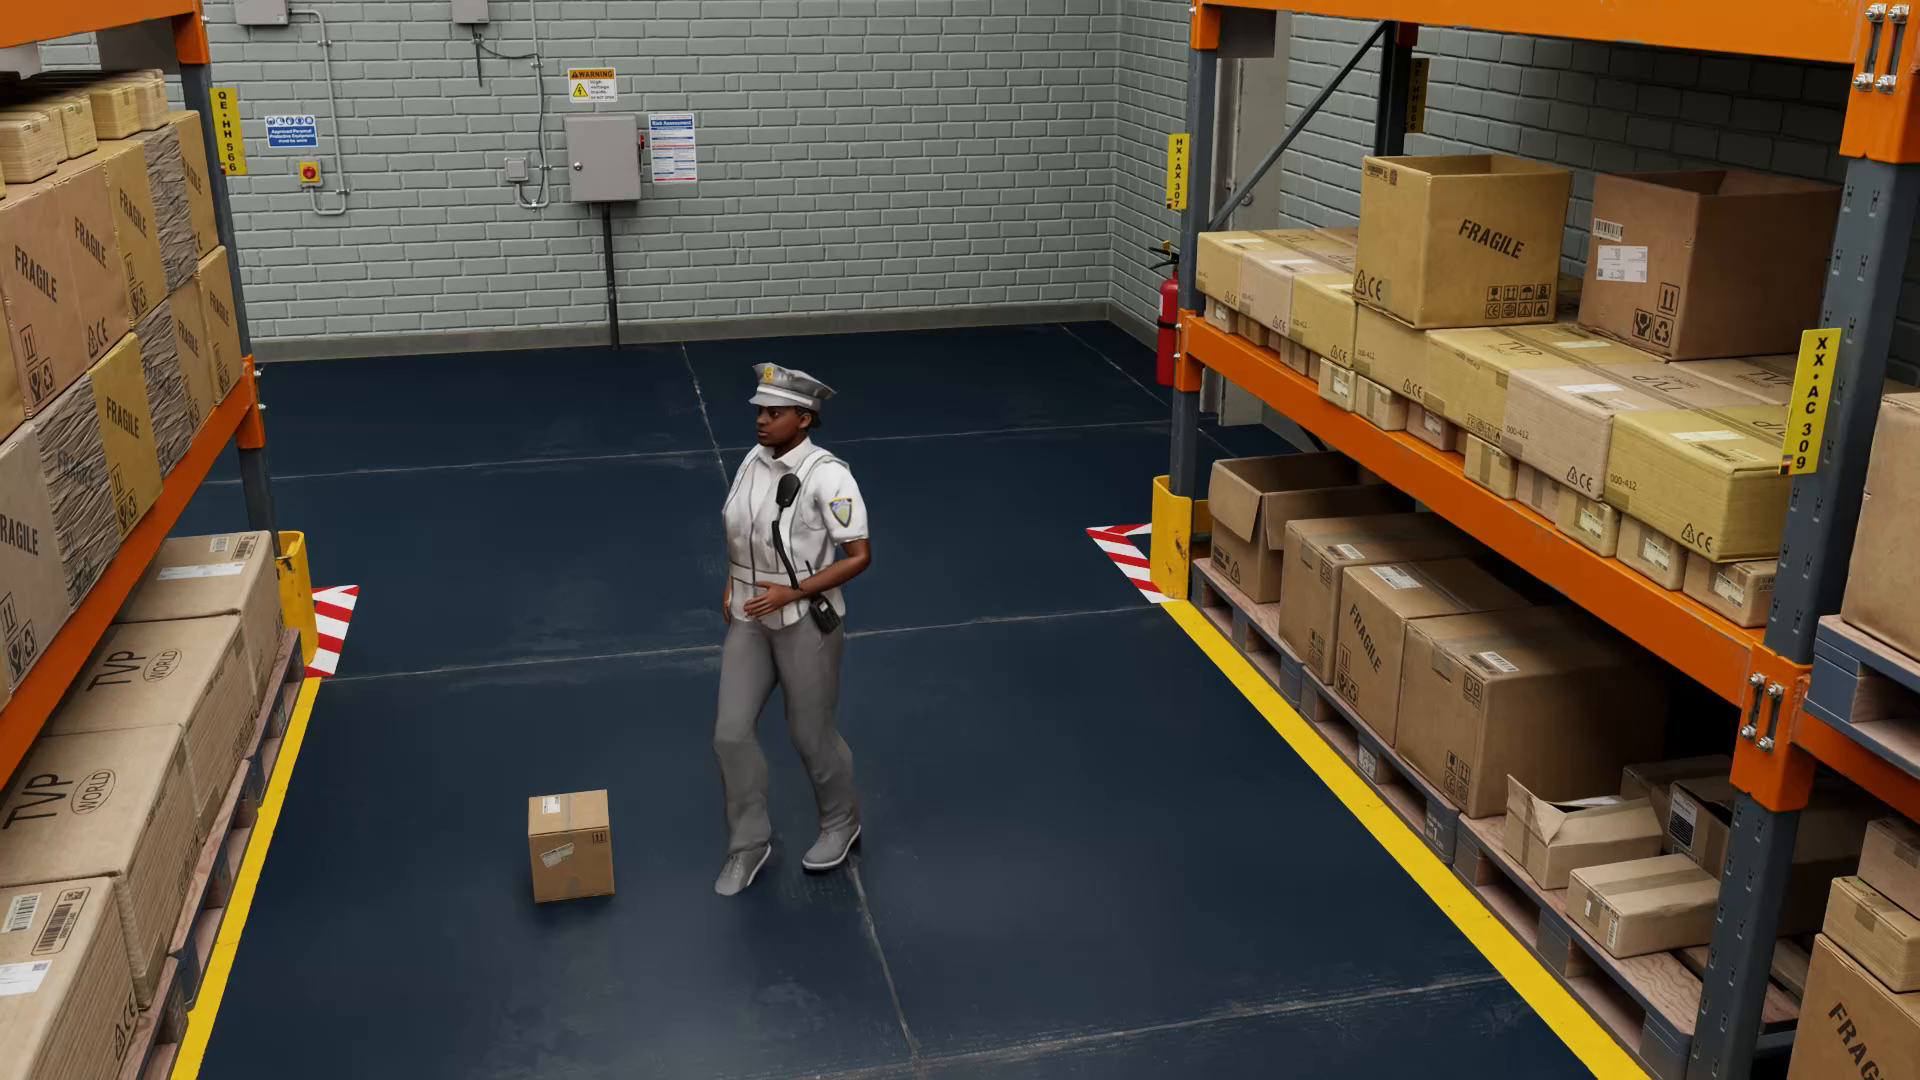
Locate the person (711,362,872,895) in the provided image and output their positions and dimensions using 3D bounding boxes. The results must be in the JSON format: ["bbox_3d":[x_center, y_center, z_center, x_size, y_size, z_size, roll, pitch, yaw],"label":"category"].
[{"bbox_3d":[-0.608,0.306,5.265,0.635,1.745,0.577,15,24,35],"label":"person"}]
